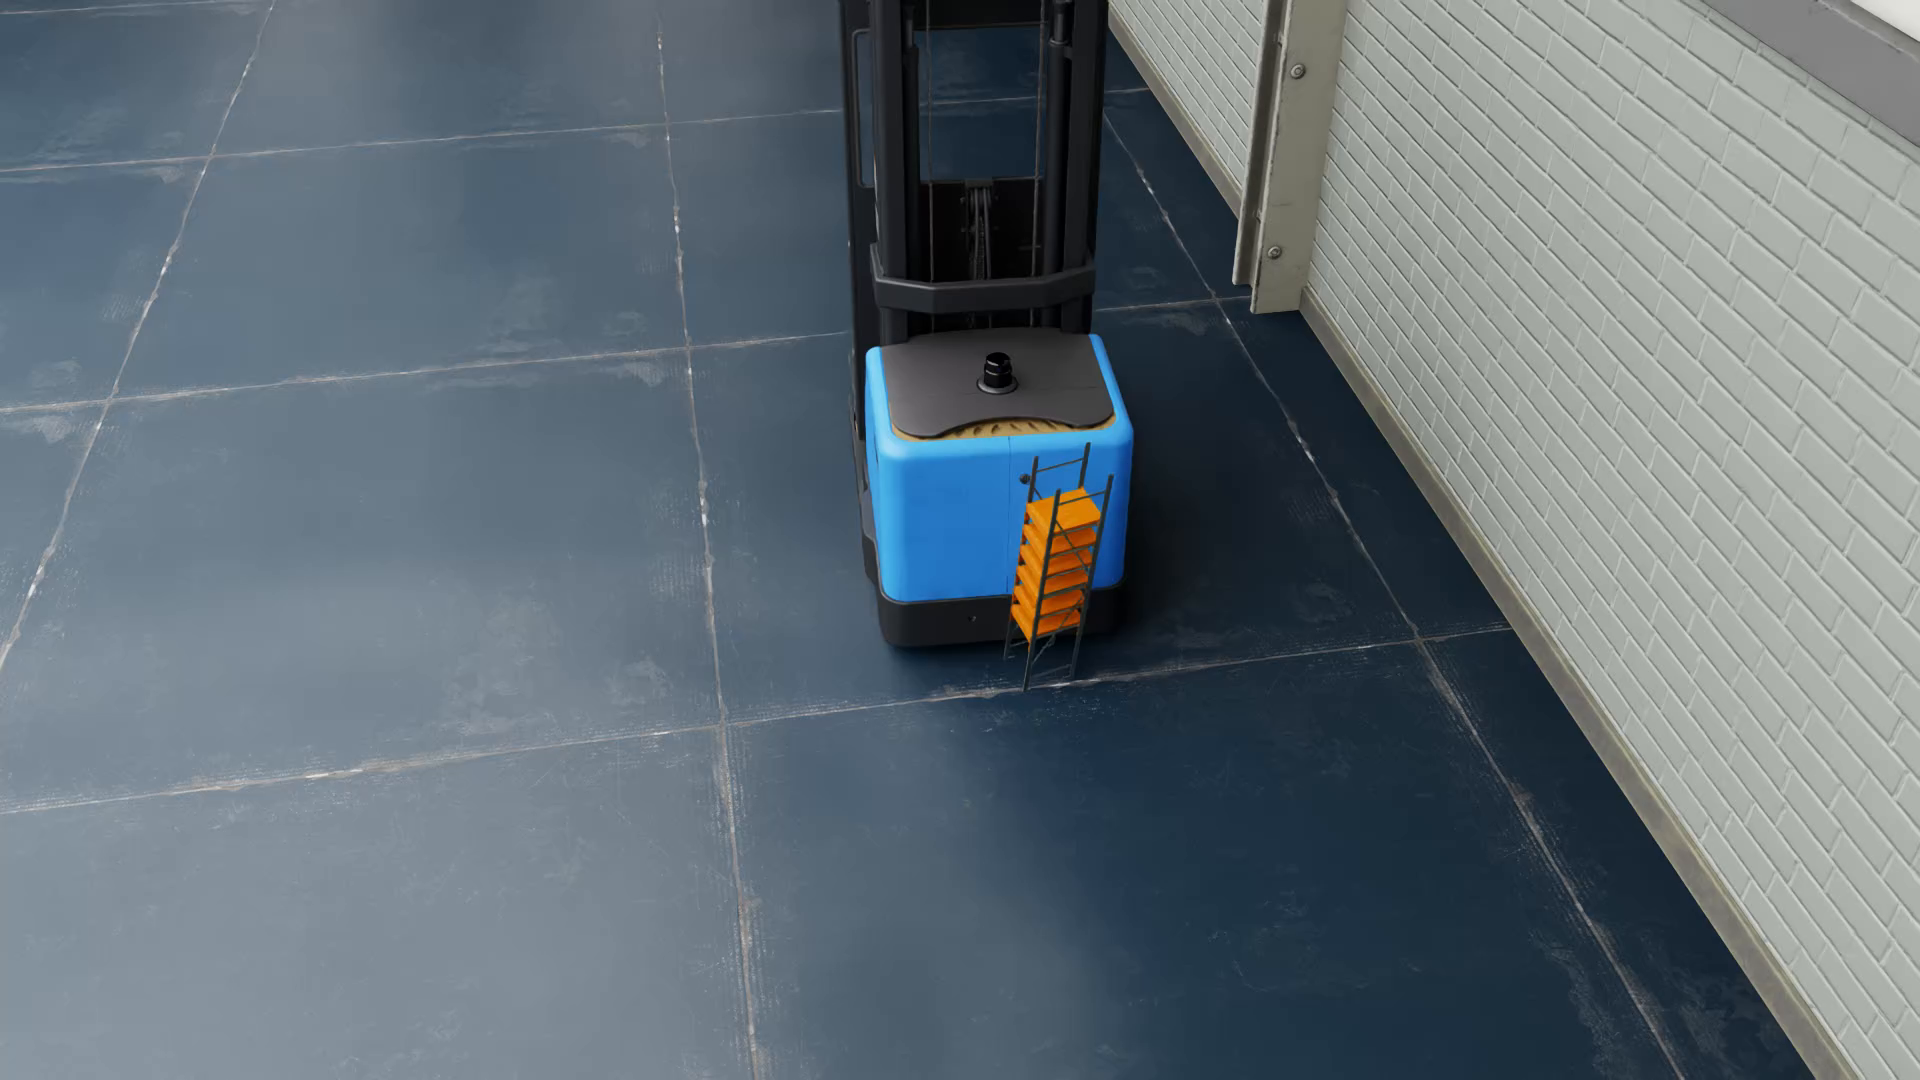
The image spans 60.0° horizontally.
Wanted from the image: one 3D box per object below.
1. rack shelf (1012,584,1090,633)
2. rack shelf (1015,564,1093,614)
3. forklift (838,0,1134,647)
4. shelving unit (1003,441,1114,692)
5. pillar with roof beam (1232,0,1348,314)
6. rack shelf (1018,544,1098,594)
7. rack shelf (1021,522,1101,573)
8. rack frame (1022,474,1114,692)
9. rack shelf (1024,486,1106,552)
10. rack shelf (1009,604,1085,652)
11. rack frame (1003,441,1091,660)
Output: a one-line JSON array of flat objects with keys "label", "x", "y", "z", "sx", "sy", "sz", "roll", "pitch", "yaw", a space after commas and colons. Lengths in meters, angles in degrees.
[{"label": "rack shelf", "x": 0.364, "y": 0.245, "z": 6.708, "sx": 0.258, "sy": 0.103, "sz": 0.180, "roll": -16, "pitch": 51, "yaw": -19}, {"label": "rack shelf", "x": 0.373, "y": 0.163, "z": 6.621, "sx": 0.258, "sy": 0.103, "sz": 0.180, "roll": -16, "pitch": 51, "yaw": -19}, {"label": "forklift", "x": 0.026, "y": -1.599, "z": 7.419, "sx": 1.130, "sy": 2.935, "sz": 3.031, "roll": -4, "pitch": 38, "yaw": -5}, {"label": "shelving unit", "x": 0.376, "y": 0.133, "z": 6.588, "sx": 0.258, "sy": 1.200, "sz": 0.189, "roll": -16, "pitch": 51, "yaw": -19}, {"label": "pillar with roof beam", "x": -2.467, "y": -4.504, "z": 6.212, "sx": 9.100, "sy": 9.000, "sz": 0.400, "roll": -6, "pitch": 38, "yaw": -8}, {"label": "rack shelf", "x": 0.381, "y": 0.082, "z": 6.533, "sx": 0.258, "sy": 0.103, "sz": 0.180, "roll": -16, "pitch": 51, "yaw": -19}, {"label": "rack shelf", "x": 0.390, "y": 0.000, "z": 6.446, "sx": 0.258, "sy": 0.103, "sz": 0.180, "roll": -16, "pitch": 51, "yaw": -19}, {"label": "rack frame", "x": 0.414, "y": 0.196, "z": 6.534, "sx": 0.240, "sy": 1.200, "sz": 0.006, "roll": -16, "pitch": 51, "yaw": -19}, {"label": "rack shelf", "x": 0.399, "y": -0.081, "z": 6.358, "sx": 0.258, "sy": 0.103, "sz": 0.180, "roll": -16, "pitch": 51, "yaw": -19}, {"label": "rack shelf", "x": 0.355, "y": 0.326, "z": 6.796, "sx": 0.258, "sy": 0.103, "sz": 0.180, "roll": -16, "pitch": 51, "yaw": -19}, {"label": "rack frame", "x": 0.338, "y": 0.070, "z": 6.643, "sx": 0.240, "sy": 1.200, "sz": 0.006, "roll": -16, "pitch": 51, "yaw": -19}]
